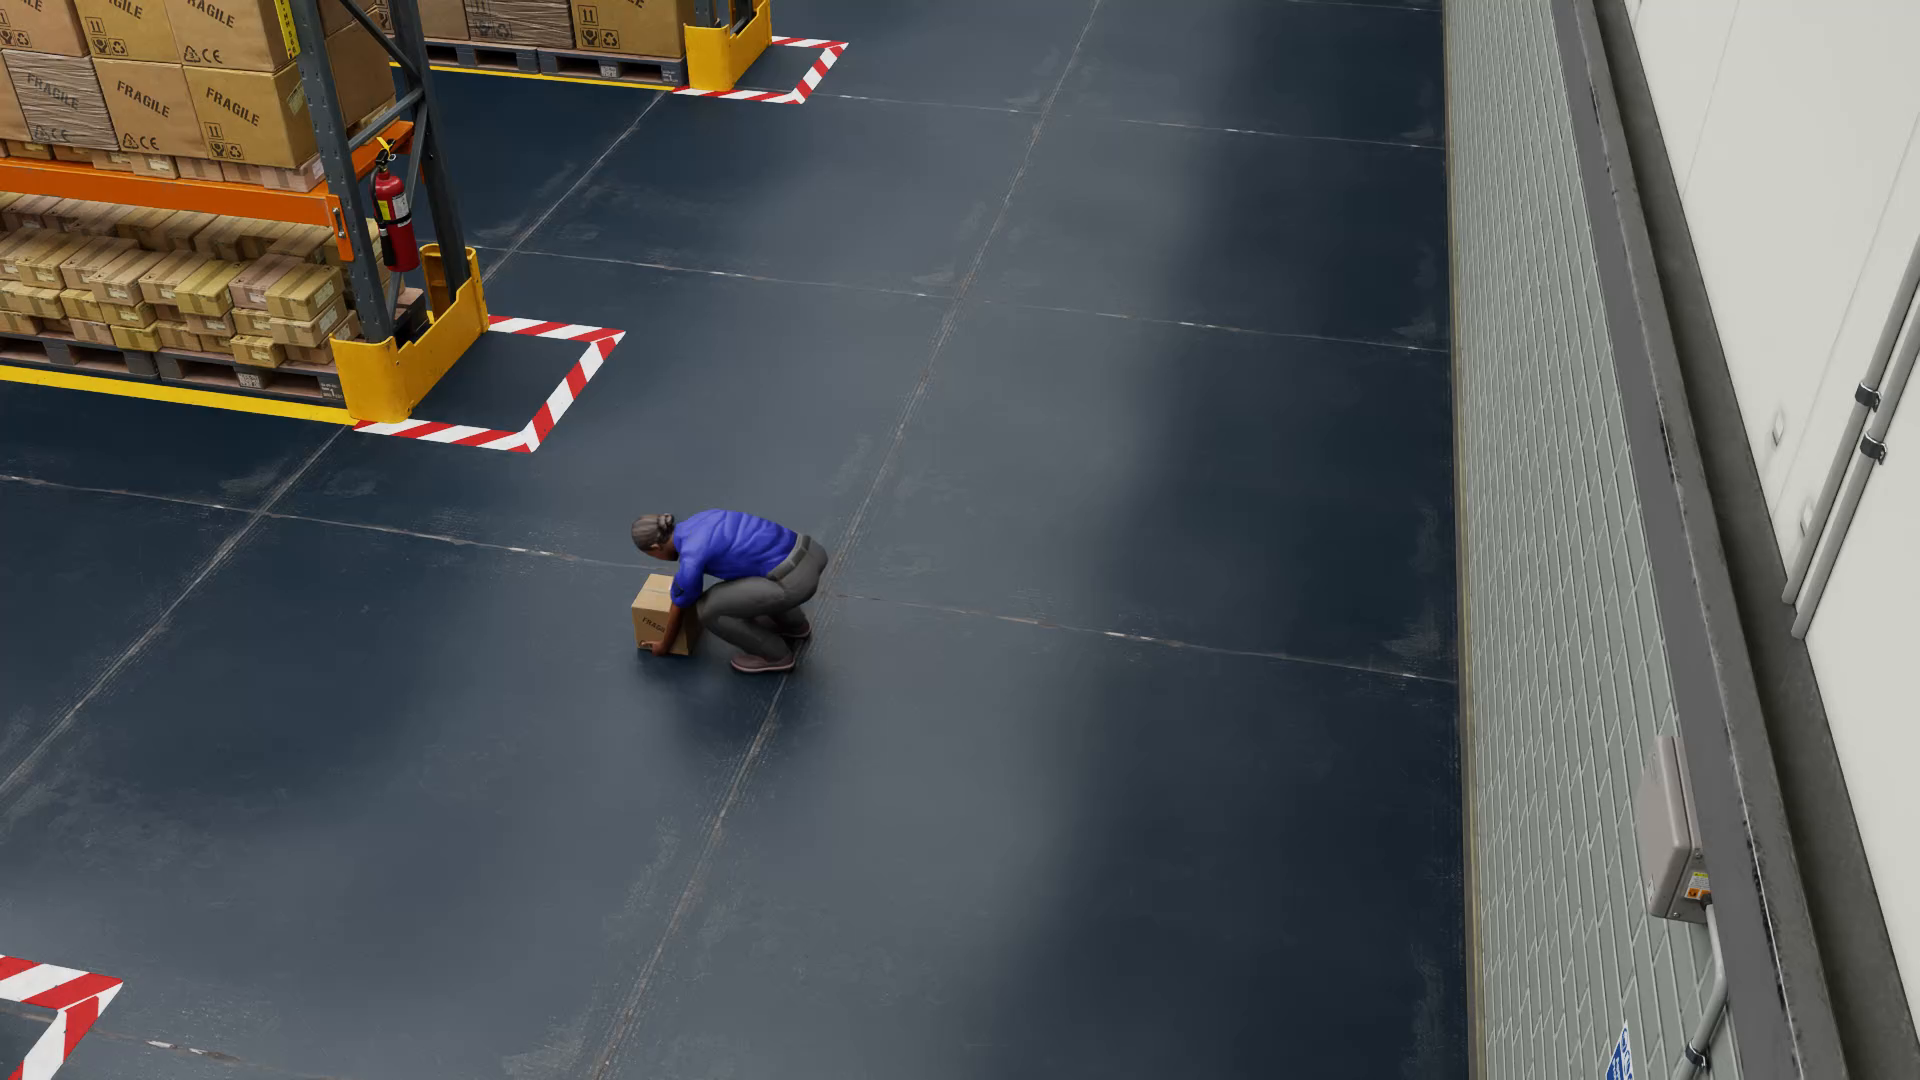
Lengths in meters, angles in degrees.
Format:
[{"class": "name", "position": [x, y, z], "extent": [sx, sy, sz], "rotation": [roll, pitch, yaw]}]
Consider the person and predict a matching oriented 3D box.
[{"class": "person", "position": [-1.023, 0.204, 7.493], "extent": [0.858, 0.733, 0.458], "rotation": [7, 37, 9]}]
